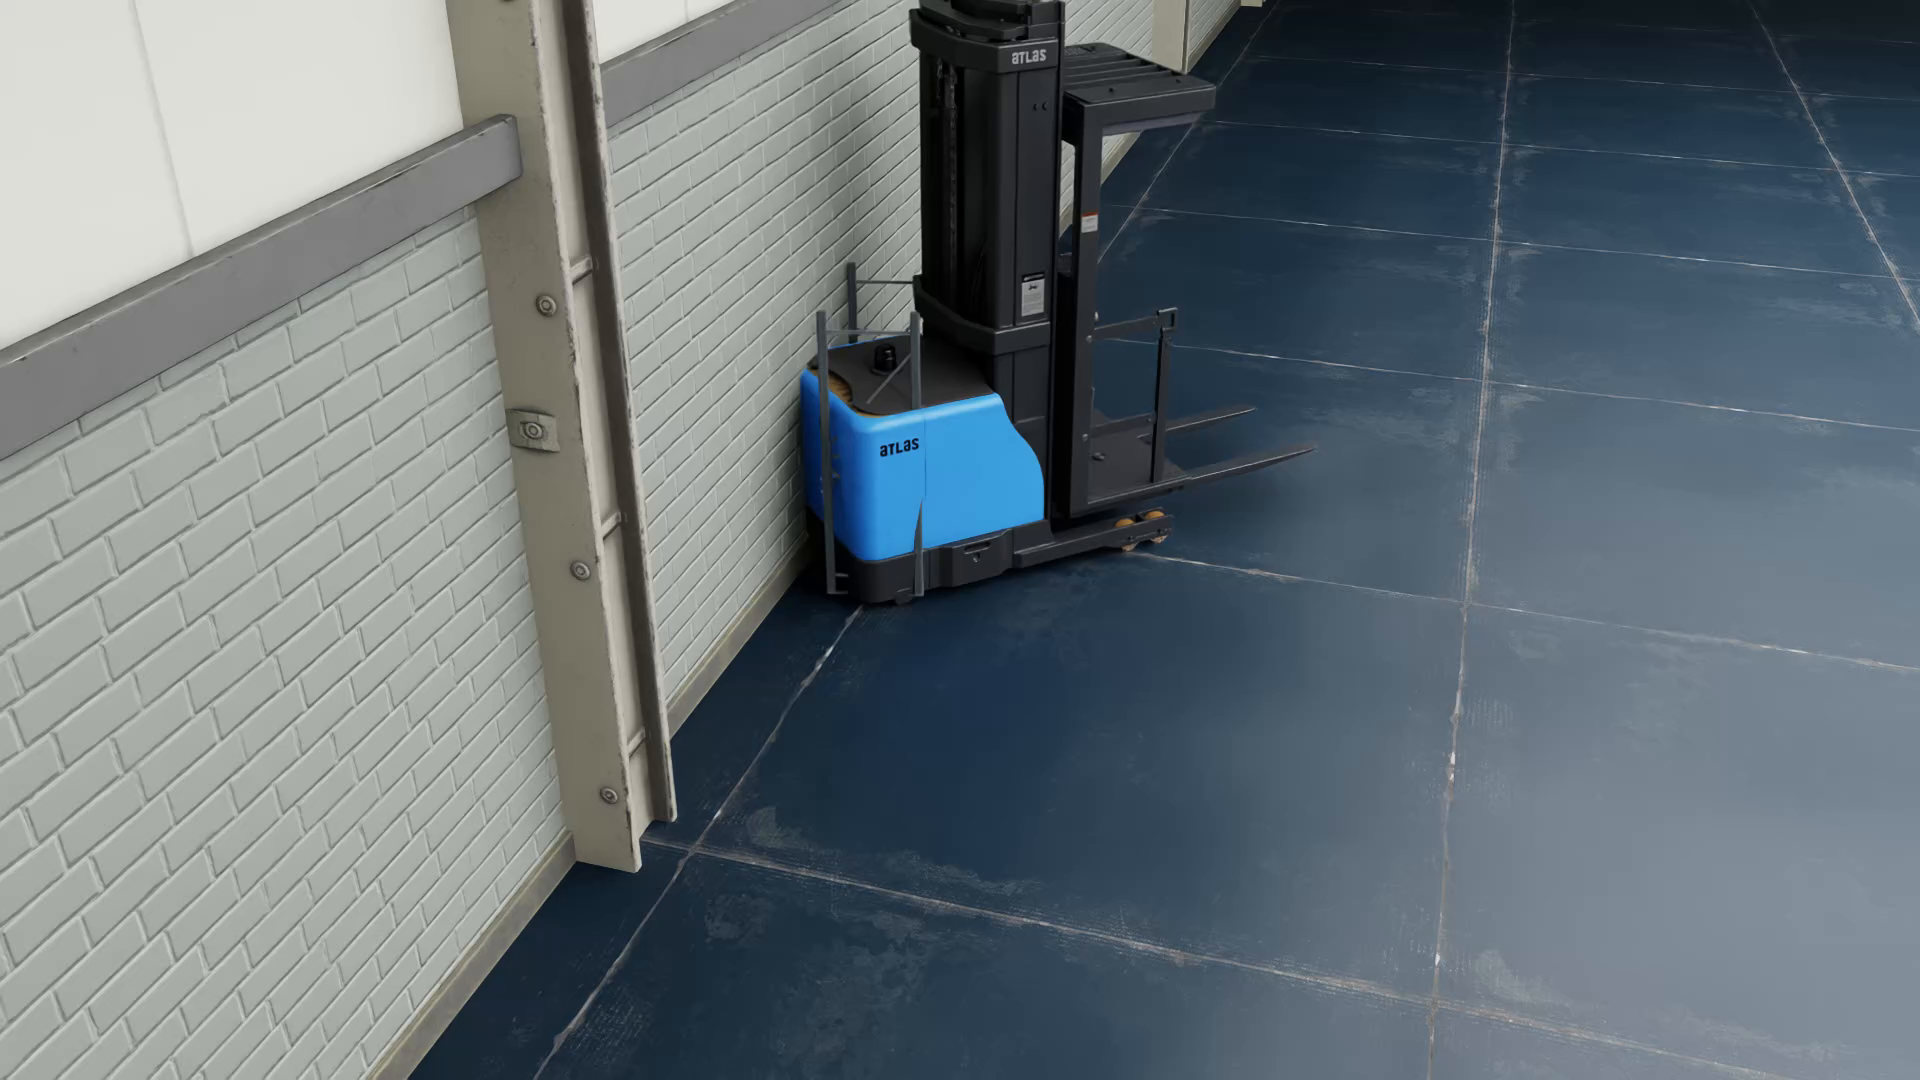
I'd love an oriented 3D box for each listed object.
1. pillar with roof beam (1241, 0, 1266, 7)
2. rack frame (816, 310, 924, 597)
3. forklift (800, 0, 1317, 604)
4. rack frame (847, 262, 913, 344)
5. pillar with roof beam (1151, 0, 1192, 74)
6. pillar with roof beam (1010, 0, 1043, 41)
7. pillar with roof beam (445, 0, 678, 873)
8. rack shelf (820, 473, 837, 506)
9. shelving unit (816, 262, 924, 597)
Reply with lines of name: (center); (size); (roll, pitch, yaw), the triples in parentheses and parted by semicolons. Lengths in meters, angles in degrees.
pillar with roof beam: (7.985, -10.435, 18.751); (9.100, 9.000, 0.400); (8, 30, 15)
rack frame: (-0.443, -0.412, 8.332); (0.500, 1.500, 0.032); (2, 23, 5)
forklift: (0.608, -1.441, 8.826); (3.031, 2.935, 1.130); (-14, 32, -24)
rack frame: (-0.358, -0.801, 9.268); (0.500, 1.500, 0.032); (2, 23, 5)
pillar with roof beam: (6.224, -7.646, 13.739); (9.100, 9.000, 0.400); (8, 30, 15)
pillar with roof beam: (4.463, -4.858, 8.726); (9.100, 9.000, 0.400); (8, 30, 15)
pillar with roof beam: (2.701, -2.070, 3.714); (9.100, 9.000, 0.400); (8, 30, 15)
rack shelf: (-0.399, -0.440, 8.869); (0.538, 0.185, 1.000); (2, 23, 5)
shelving unit: (-0.400, -0.606, 8.800); (0.538, 1.500, 1.048); (2, 23, 5)
